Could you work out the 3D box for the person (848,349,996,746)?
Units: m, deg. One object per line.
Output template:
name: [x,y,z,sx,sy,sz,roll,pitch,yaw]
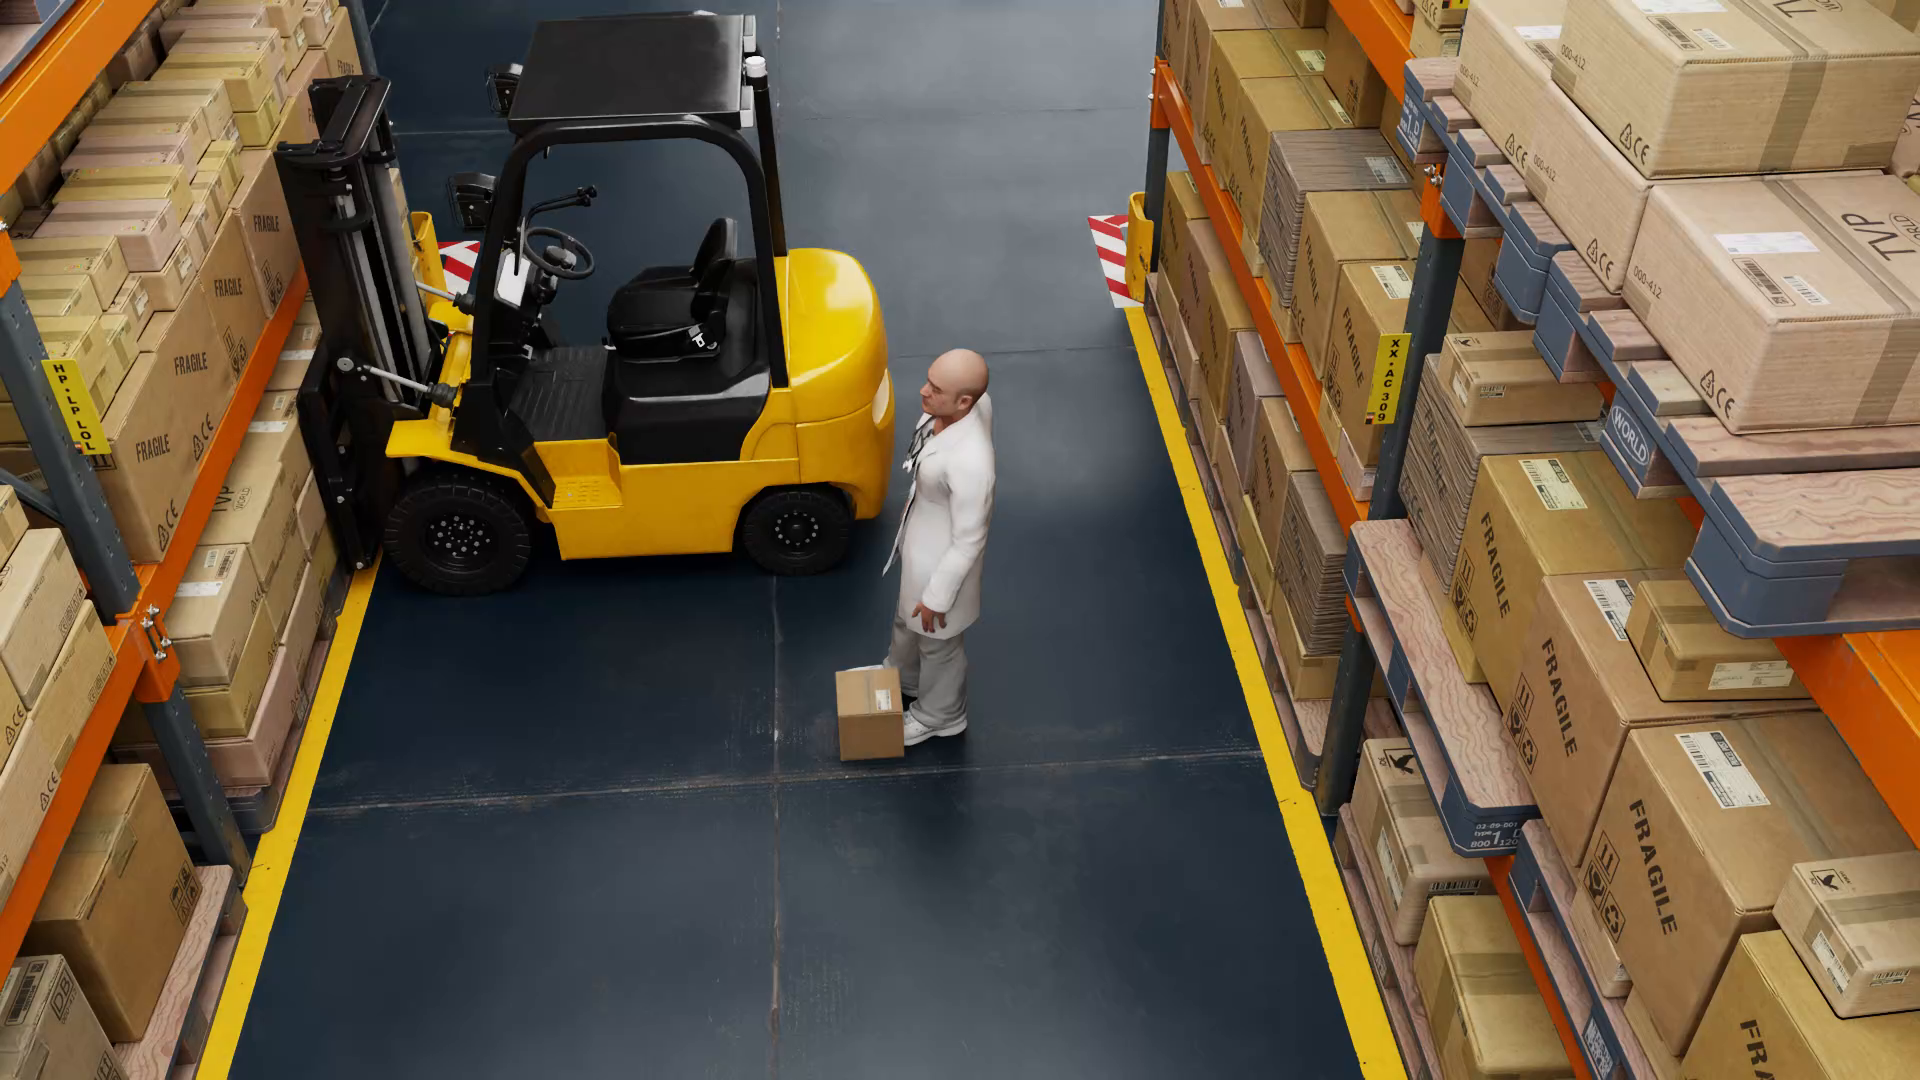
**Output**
person: [-0.165,0.054,6.083,0.582,1.776,0.695,-3,39,-4]
